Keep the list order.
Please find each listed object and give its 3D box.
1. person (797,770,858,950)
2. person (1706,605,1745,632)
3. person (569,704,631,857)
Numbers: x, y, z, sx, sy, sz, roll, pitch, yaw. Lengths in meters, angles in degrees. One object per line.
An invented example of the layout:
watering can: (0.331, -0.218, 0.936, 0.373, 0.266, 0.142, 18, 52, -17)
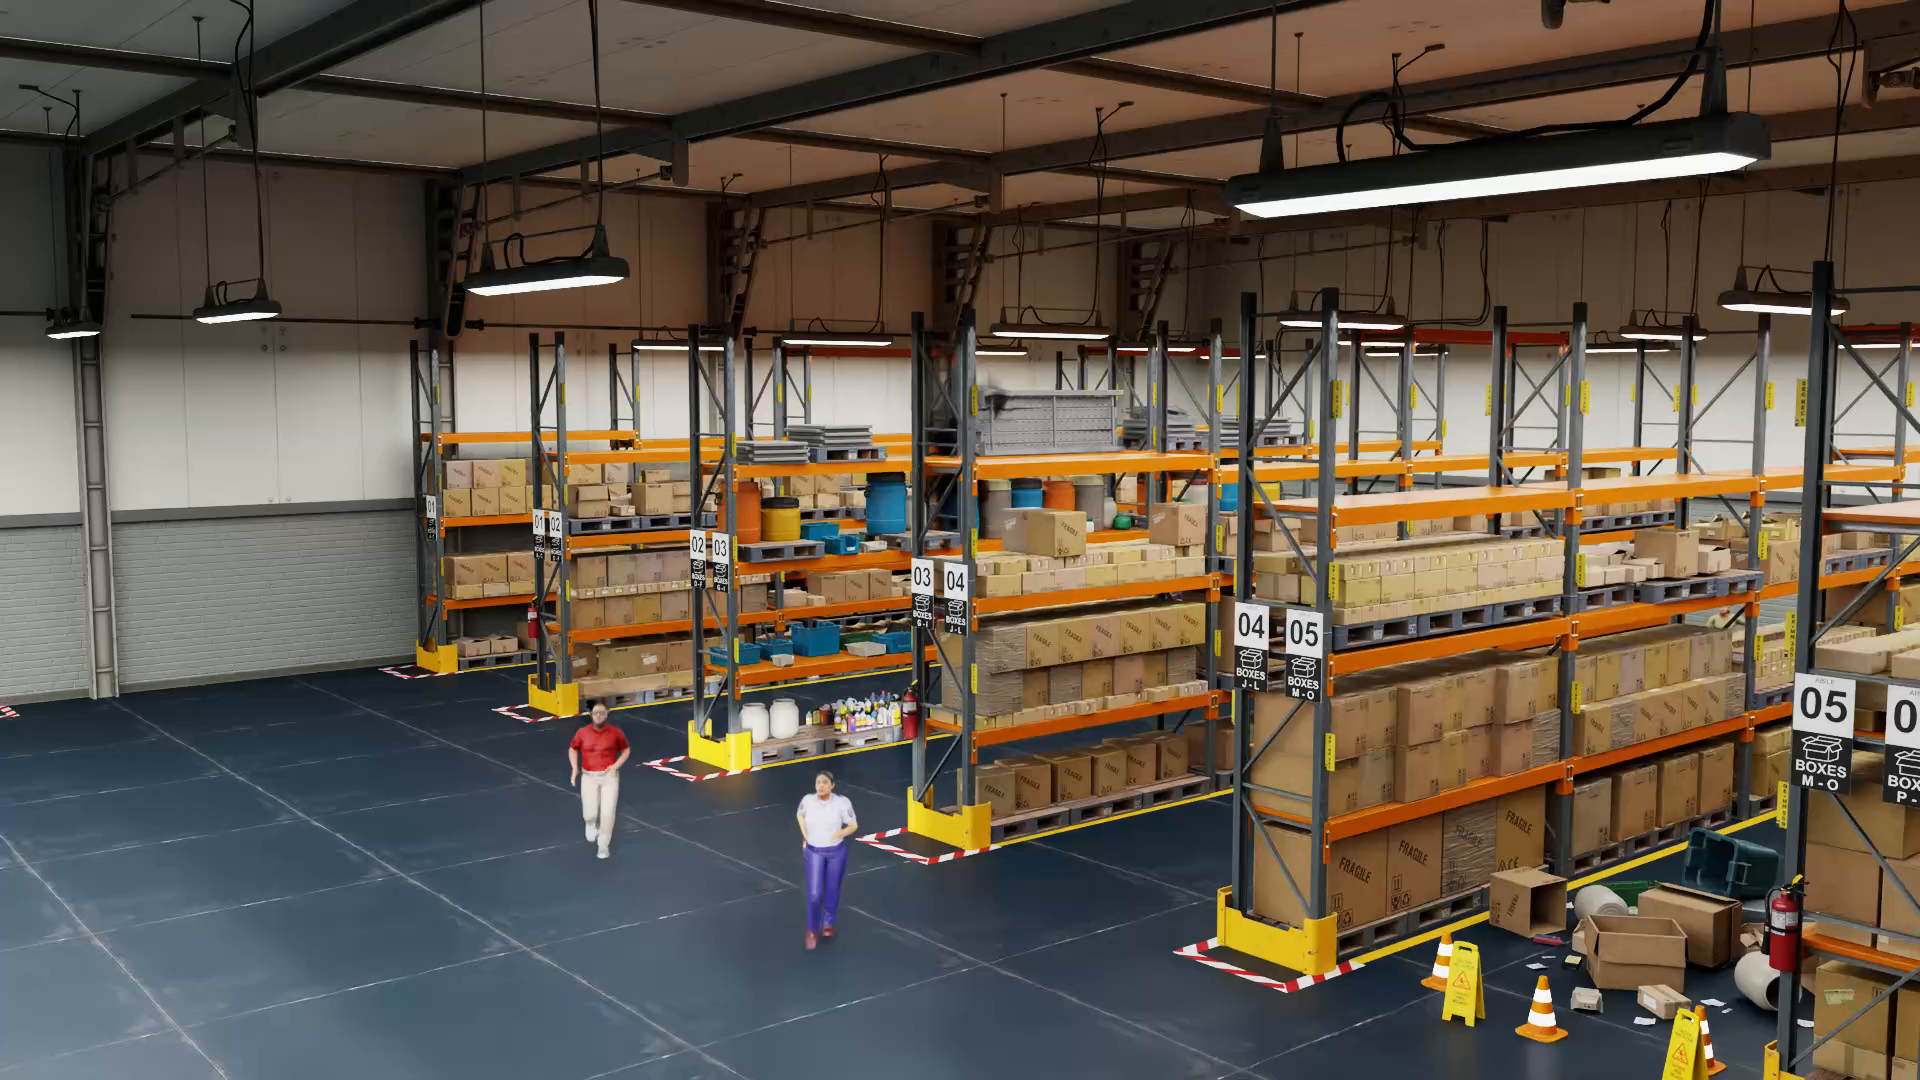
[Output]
person: (-1.229, 2.952, 15.341, 0.574, 1.685, 0.687, 0, 5, -2)
person: (12.481, 1.804, 27.169, 0.557, 1.710, 0.835, 5, 7, 42)
person: (-3.971, 2.643, 18.338, 0.671, 1.684, 0.595, -1, 5, -10)
